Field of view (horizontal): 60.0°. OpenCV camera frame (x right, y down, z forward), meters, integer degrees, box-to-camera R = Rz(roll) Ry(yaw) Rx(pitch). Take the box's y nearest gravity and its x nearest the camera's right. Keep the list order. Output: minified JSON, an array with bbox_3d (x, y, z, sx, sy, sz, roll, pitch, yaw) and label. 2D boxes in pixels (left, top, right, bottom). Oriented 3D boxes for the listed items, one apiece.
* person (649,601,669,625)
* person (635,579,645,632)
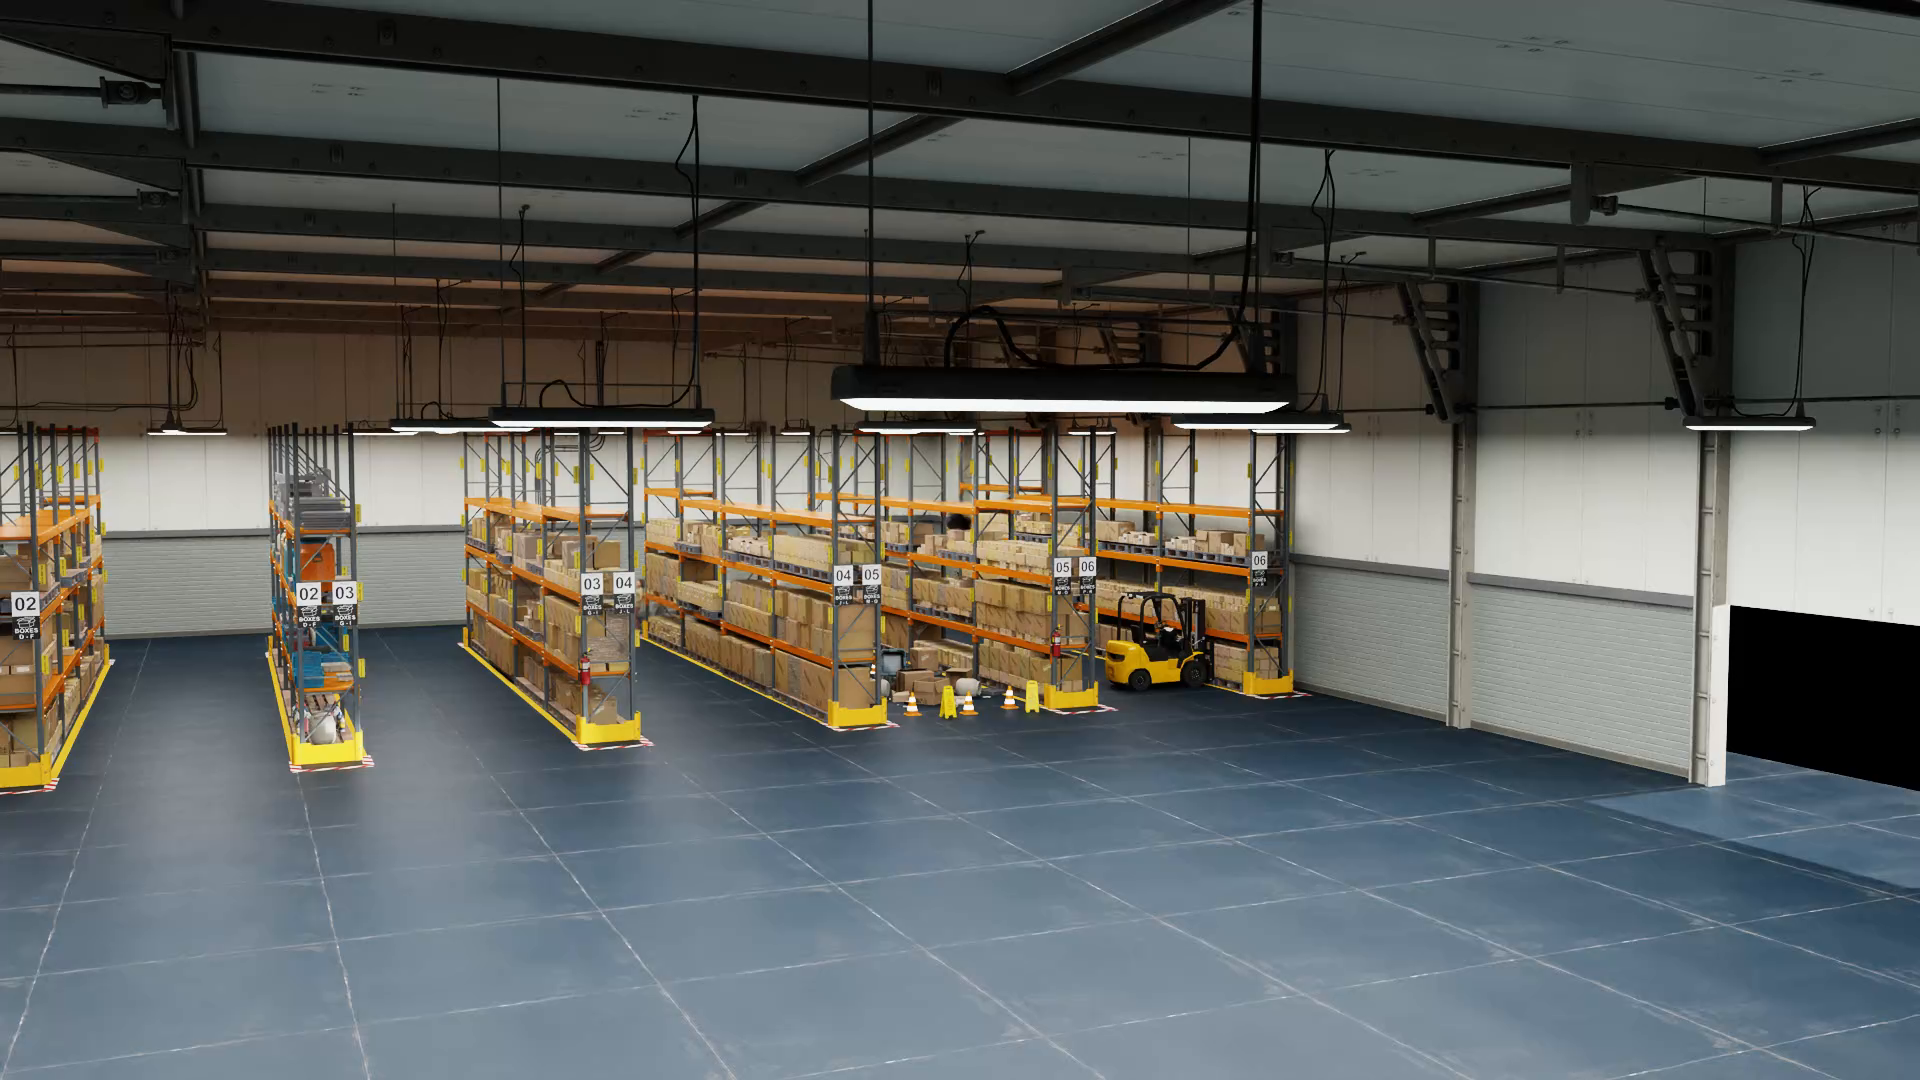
[{"bbox_3d":[-8.840,1.823,48.934,0.978,1.763,0.676,-2,4,-31],"label":"person"},{"bbox_3d":[-9.549,1.965,48.949,0.554,1.520,0.669,-1,4,-12],"label":"person"}]
